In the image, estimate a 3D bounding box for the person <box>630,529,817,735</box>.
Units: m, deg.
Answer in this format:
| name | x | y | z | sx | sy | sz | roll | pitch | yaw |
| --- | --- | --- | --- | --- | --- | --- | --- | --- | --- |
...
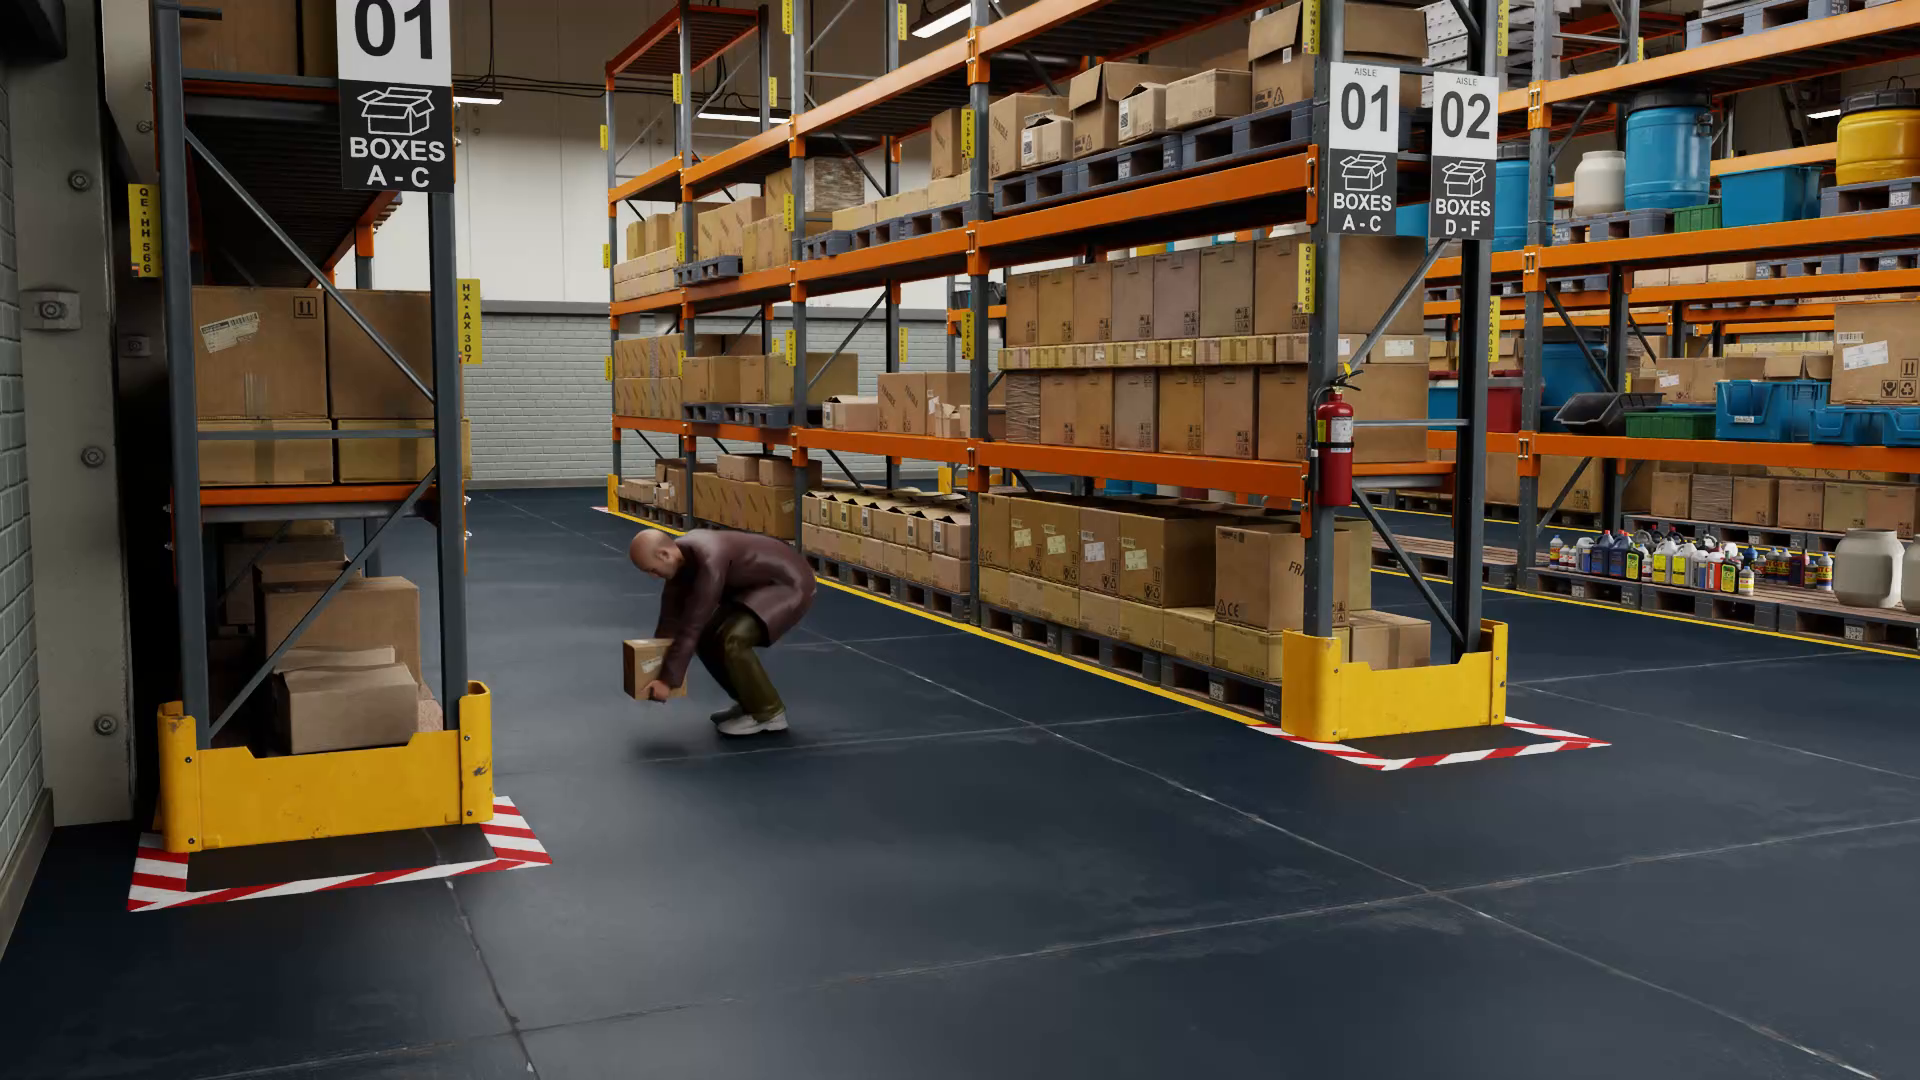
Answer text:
| name | x | y | z | sx | sy | sz | roll | pitch | yaw |
| --- | --- | --- | --- | --- | --- | --- | --- | --- | --- |
| person | -1.154 | 0.435 | 8.130 | 0.935 | 1.014 | 0.587 | -3 | 6 | -26 |
